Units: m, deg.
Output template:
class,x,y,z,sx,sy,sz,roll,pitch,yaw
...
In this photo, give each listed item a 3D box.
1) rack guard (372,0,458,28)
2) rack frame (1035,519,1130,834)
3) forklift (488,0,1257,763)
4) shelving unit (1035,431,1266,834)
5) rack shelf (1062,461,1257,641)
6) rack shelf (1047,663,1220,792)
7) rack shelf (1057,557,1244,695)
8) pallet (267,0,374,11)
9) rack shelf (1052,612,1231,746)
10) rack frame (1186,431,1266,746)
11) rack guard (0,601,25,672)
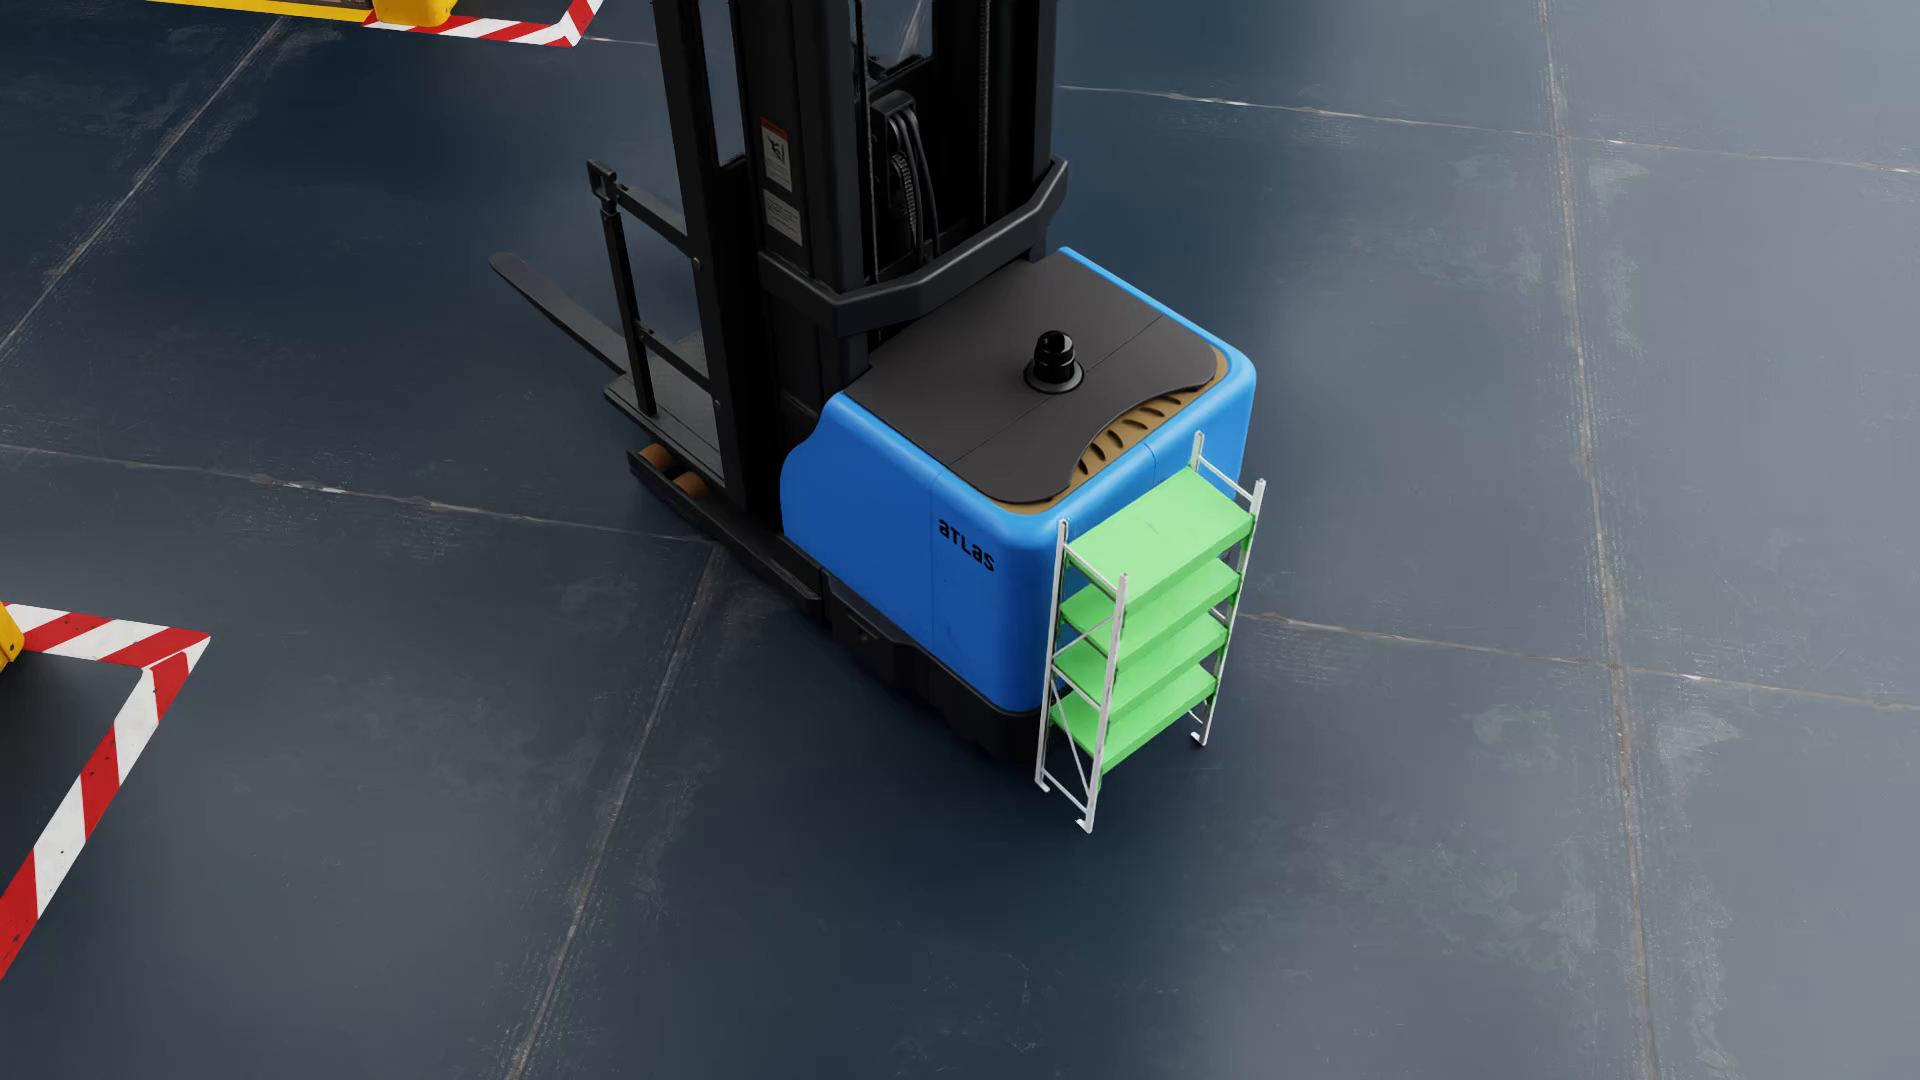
class,x,y,z,sx,sy,sz,roll,pitch,yaw
rack guard,-2.549,-3.061,8.164,0.348,0.500,1.175,8,49,7
rack frame,0.321,0.412,4.569,0.015,1.200,0.240,-32,57,-26
forklift,-0.523,-1.296,4.944,1.130,2.935,3.031,-36,57,-28
shelving unit,0.507,0.294,4.674,0.503,1.200,0.258,-32,57,-26
rack shelf,0.514,0.022,4.359,0.480,0.148,0.258,-32,57,-26
rack shelf,0.502,0.493,4.904,0.480,0.148,0.258,-32,57,-26
rack shelf,0.510,0.179,4.541,0.480,0.148,0.258,-32,57,-26
pallet,-3.347,-3.076,8.372,1.213,0.211,1.003,8,49,7
rack shelf,0.506,0.336,4.723,0.480,0.148,0.258,-32,57,-26
rack frame,0.693,0.177,4.780,0.015,1.200,0.240,-32,57,-26
rack guard,-3.326,0.543,4.926,0.348,0.500,1.175,8,49,7
